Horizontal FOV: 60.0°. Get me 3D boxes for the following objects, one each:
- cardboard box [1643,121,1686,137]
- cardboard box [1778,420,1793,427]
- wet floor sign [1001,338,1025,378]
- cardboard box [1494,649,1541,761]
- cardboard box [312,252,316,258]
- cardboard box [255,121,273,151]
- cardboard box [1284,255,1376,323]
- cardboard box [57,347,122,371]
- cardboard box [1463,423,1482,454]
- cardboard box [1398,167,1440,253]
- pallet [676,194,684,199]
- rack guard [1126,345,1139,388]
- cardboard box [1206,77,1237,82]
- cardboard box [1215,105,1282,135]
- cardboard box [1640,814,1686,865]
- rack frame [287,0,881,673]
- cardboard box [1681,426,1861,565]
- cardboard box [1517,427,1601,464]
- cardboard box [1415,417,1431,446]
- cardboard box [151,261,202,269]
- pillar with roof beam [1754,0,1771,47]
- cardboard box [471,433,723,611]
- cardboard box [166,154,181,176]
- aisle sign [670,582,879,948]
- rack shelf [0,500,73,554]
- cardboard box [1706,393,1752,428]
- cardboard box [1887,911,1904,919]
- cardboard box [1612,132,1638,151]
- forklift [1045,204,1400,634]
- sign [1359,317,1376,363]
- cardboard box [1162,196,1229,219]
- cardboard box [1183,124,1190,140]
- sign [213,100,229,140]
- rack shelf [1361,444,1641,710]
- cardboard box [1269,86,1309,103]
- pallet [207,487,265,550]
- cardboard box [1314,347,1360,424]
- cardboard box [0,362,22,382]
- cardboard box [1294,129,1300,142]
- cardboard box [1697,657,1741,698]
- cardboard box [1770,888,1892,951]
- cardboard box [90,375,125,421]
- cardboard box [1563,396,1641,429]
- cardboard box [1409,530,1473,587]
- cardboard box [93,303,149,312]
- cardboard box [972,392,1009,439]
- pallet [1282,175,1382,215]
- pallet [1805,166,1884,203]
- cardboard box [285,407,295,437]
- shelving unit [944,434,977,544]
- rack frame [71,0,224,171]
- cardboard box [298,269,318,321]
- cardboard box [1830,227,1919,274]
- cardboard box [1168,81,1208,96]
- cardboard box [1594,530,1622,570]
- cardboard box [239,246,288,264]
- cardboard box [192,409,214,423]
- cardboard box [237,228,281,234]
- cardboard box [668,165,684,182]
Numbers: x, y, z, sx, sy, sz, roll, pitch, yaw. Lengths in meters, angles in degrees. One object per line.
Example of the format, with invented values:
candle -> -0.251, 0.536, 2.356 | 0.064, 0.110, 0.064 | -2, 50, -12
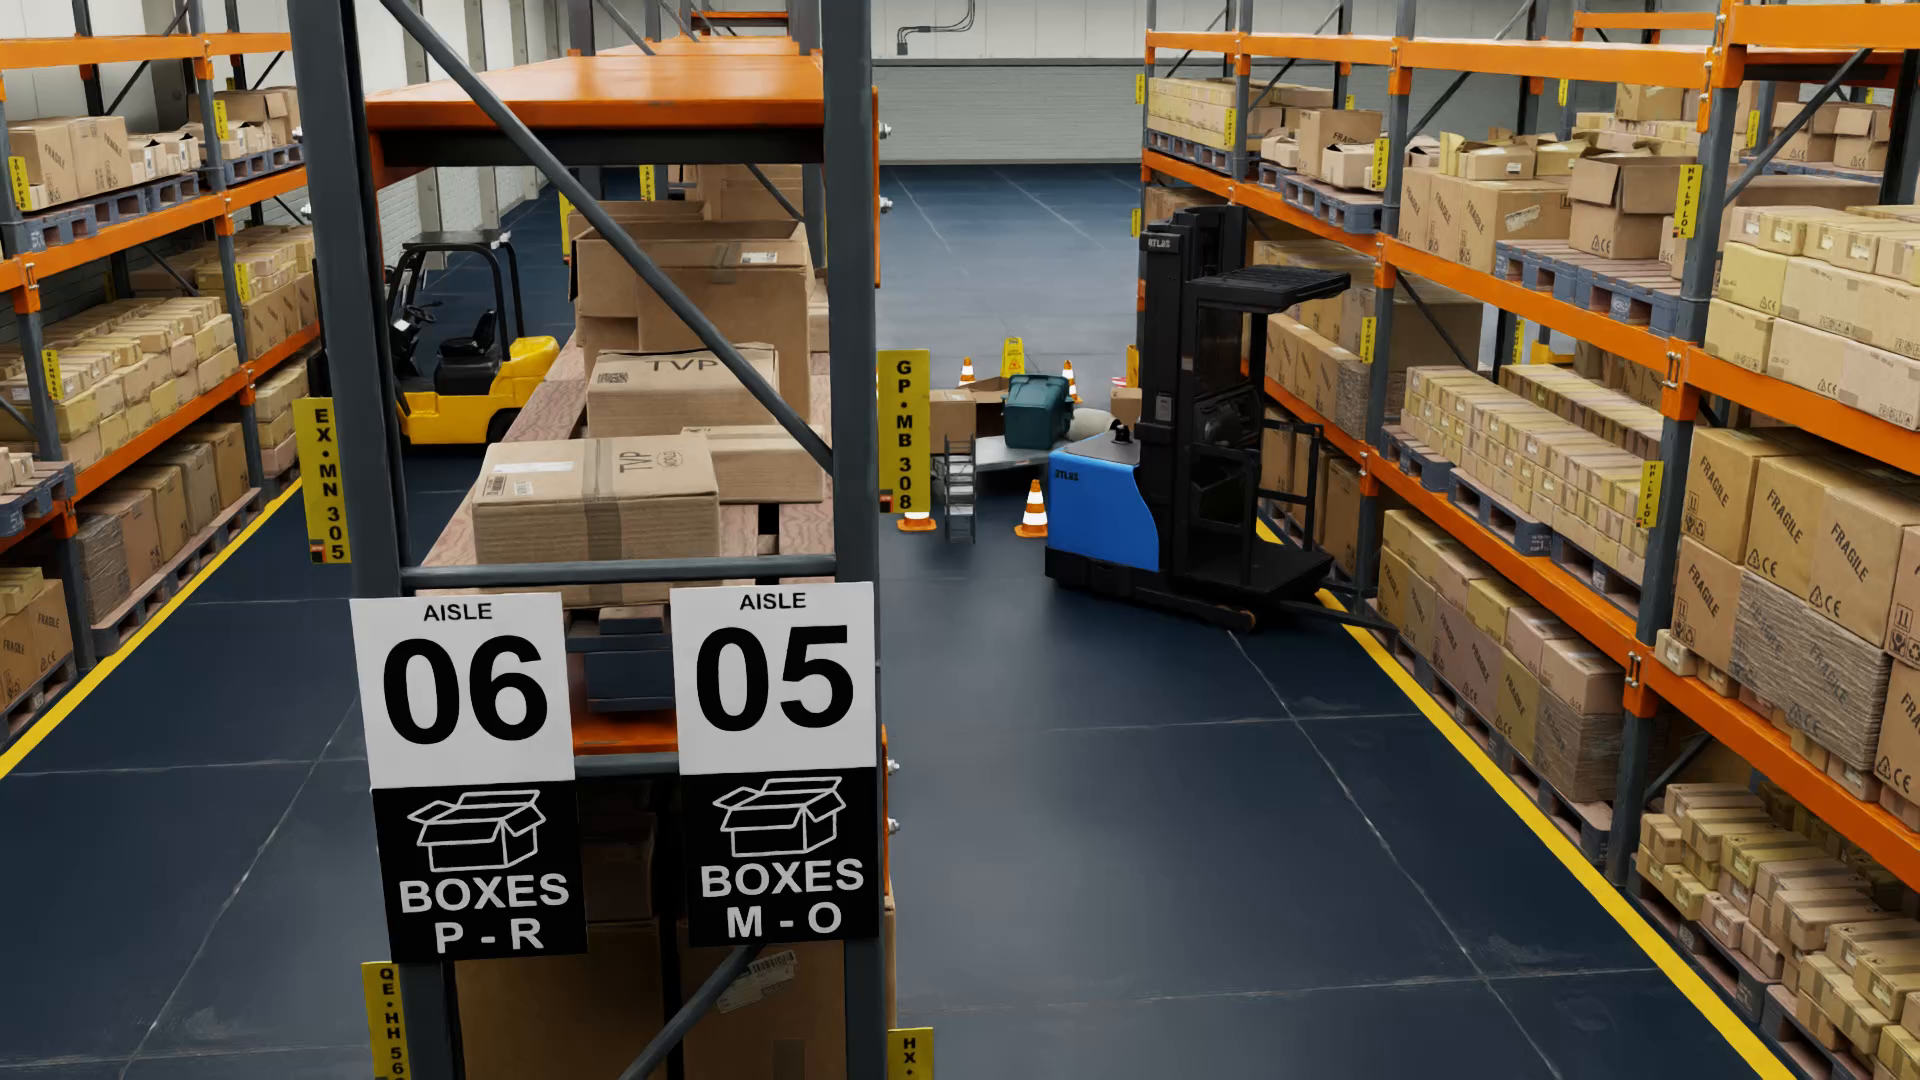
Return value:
cardboard box -> 7.516, -4.380, 17.699 | 0.380, 0.149, 0.250 | -2, 18, -6
cardboard box -> 8.031, -0.881, 15.413 | 0.700, 0.500, 0.500 | -2, 18, -6
wet floor sign -> 0.629, -2.082, 19.733 | 0.267, 0.644, 0.232 | -5, 18, -15
cardboard box -> 3.460, 0.944, 9.635 | 0.500, 0.500, 0.500 | -2, 18, -7
cardboard box -> -6.823, -2.876, 17.082 | 0.380, 0.149, 0.250 | -2, 18, -7
cardboard box -> -6.687, -3.796, 15.608 | 0.396, 0.266, 0.258 | -2, 18, -7
cardboard box -> 3.178, -2.140, 14.148 | 0.700, 0.500, 0.500 | -2, 18, -5
cardboard box -> -6.339, -1.305, 12.077 | 0.380, 0.149, 0.250 | -2, 17, -5
cardboard box -> 3.389, -0.637, 10.421 | 0.380, 0.149, 0.250 | -2, 18, -6
cardboard box -> 3.221, -2.175, 10.923 | 0.500, 0.500, 0.500 | -2, 18, -6
pallet -> -1.941, -3.038, 14.151 | 1.213, 0.211, 1.003 | -2, 18, -6
rack guard -> 2.599, -2.073, 19.945 | 1.175, 0.500, 0.348 | -2, 18, -6
cardboard box -> 2.974, -5.108, 18.652 | 0.380, 0.149, 0.250 | -2, 18, -5
cardboard box -> 2.708, -3.955, 15.644 | 0.500, 0.250, 0.500 | -2, 18, -6
cardboard box -> 3.558, 1.453, 8.103 | 0.380, 0.149, 0.250 | -1, 17, -3
rack frame -> -0.661, -1.170, 2.882 | 1.000, 3.000, 0.127 | -2, 18, -6
cardboard box -> 3.644, -0.208, 7.498 | 0.500, 0.500, 0.500 | -1, 17, -4
cardboard box -> 3.470, -0.549, 9.644 | 0.380, 0.149, 0.250 | -3, 18, -8
cardboard box -> 3.300, -0.736, 11.231 | 0.380, 0.149, 0.250 | -1, 17, -3
cardboard box -> -7.195, -2.468, 15.285 | 0.380, 0.149, 0.250 | -2, 18, -6
pillar with roof beam -> 16.502, -13.538, 42.276 | 9.100, 9.000, 0.400 | -2, 18, -6
cardboard box -> -0.797, -0.047, 3.694 | 0.500, 0.250, 0.500 | -3, 18, -11
cardboard box -> -6.420, -2.970, 13.173 | 0.380, 0.149, 0.250 | -2, 18, -6
aisle sign -> -0.365, 0.464, 3.351 | 0.394, 0.787, 0.004 | -2, 18, -6
rack shelf -> -6.217, 0.402, 9.090 | 1.077, 0.370, 4.000 | -2, 18, -6
cardboard box -> 7.957, -1.318, 16.839 | 0.500, 0.500, 0.500 | -2, 18, -7
cardboard box -> 4.248, 1.732, 7.216 | 0.380, 0.149, 0.250 | -1, 17, -4
cardboard box -> 7.445, -4.288, 18.071 | 0.500, 0.250, 0.500 | -2, 18, -6
forklift -> 2.142, -0.901, 12.153 | 3.031, 2.935, 1.130 | 13, 22, 36
sign -> 2.875, -1.409, 11.724 | 0.100, 0.325, 0.005 | -2, 18, -6
cardboard box -> 2.673, -3.401, 17.949 | 0.875, 0.550, 0.550 | -2, 18, -6
cardboard box -> 2.500, -4.179, 17.024 | 0.380, 0.149, 0.250 | -2, 18, -6
sign -> -6.297, -3.577, 14.165 | 0.100, 0.325, 0.005 | -2, 18, -6
rack shelf -> 3.633, 0.064, 10.165 | 1.077, 0.370, 4.000 | -2, 18, -6
cardboard box -> 3.235, -4.352, 16.244 | 0.380, 0.149, 0.250 | -2, 18, -7
pallet -> -6.721, -0.180, 14.399 | 1.003, 0.211, 1.213 | -2, 18, -6
cardboard box -> 3.063, -1.197, 12.815 | 0.500, 0.500, 0.500 | -2, 18, -6
cardboard box -> -6.762, -1.139, 11.546 | 0.380, 0.149, 0.250 | -2, 18, -6
cardboard box -> 3.246, -3.469, 14.592 | 0.500, 0.250, 0.500 | -2, 17, -5
cardboard box -> 3.644, 0.606, 7.658 | 0.380, 0.149, 0.250 | -1, 17, -4
cardboard box -> 3.708, 1.615, 7.090 | 0.380, 0.149, 0.250 | -1, 17, -4
cardboard box -> -6.276, -0.993, 11.748 | 0.500, 0.250, 0.500 | -1, 17, -4
cardboard box -> 4.034, -0.803, 10.451 | 0.380, 0.149, 0.250 | -2, 18, -6
cardboard box -> 3.310, 0.124, 10.995 | 0.500, 0.250, 0.500 | -2, 18, -6
cardboard box -> -7.037, -1.893, 13.950 | 0.380, 0.149, 0.250 | -2, 18, -7
cardboard box -> 0.493, -1.225, 17.013 | 0.797, 0.637, 0.503 | -2, 18, -6
pallet -> 3.189, -2.739, 13.201 | 1.003, 0.211, 1.213 | -1, 17, -3
pallet -> 8.026, -3.035, 14.142 | 1.213, 0.211, 1.003 | -2, 18, -6
cardboard box -> -6.633, -1.160, 15.918 | 0.500, 0.250, 0.500 | -2, 18, -6
shelving unit -> 0.001, -0.427, 14.035 | 0.258, 0.900, 0.210 | -2, 18, -6
rack frame -> -6.836, -4.591, 13.778 | 1.000, 3.000, 0.127 | -2, 18, -6
cardboard box -> -6.839, -2.522, 17.037 | 0.500, 0.500, 0.500 | -2, 18, -7
cardboard box -> 3.687, -1.143, 6.553 | 0.380, 0.149, 0.250 | -2, 18, -7
cardboard box -> 2.424, -4.786, 17.625 | 0.380, 0.149, 0.250 | -2, 18, -7
cardboard box -> 3.574, 0.047, 8.738 | 0.380, 0.149, 0.250 | -2, 18, -5
cardboard box -> -6.829, -2.787, 16.301 | 0.380, 0.149, 0.250 | -2, 18, -5
cardboard box -> -7.079, -1.235, 15.323 | 0.500, 0.250, 0.500 | -1, 17, -5
cardboard box -> -7.461, -3.232, 17.717 | 0.380, 0.149, 0.250 | -1, 17, -4
cardboard box -> -2.110, -2.956, 13.128 | 0.500, 0.250, 0.500 | -2, 18, -6
